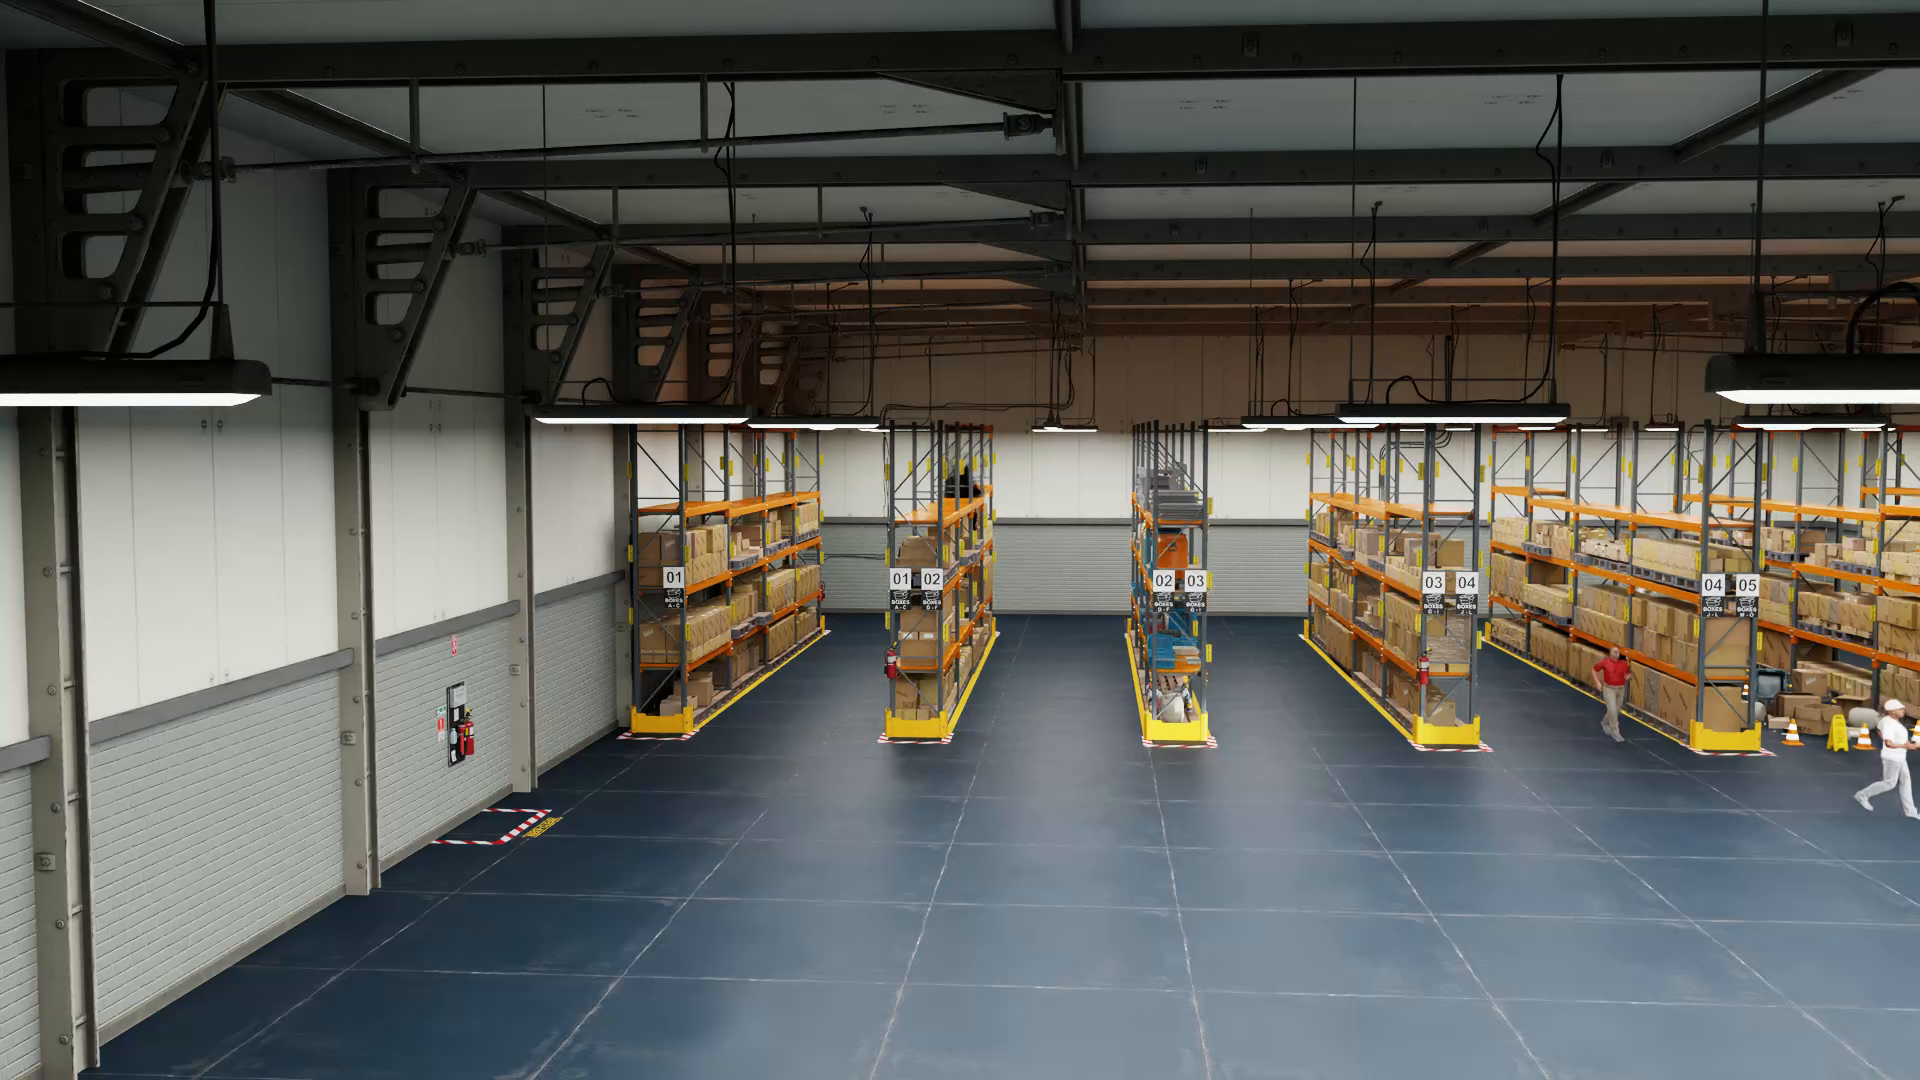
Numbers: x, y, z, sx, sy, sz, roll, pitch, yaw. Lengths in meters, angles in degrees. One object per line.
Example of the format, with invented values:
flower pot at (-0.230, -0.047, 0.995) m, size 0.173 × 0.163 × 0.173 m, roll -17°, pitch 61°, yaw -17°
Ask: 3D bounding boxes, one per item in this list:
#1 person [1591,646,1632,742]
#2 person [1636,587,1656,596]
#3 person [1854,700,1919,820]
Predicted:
person at (12.283, 2.857, 31.251) m, size 0.664 × 1.719 × 0.969 m, roll -1°, pitch 4°, yaw -10°
person at (19.449, 1.851, 47.286) m, size 0.774 × 1.829 × 0.657 m, roll 0°, pitch 4°, yaw 4°
person at (13.882, 3.255, 24.746) m, size 0.972 × 1.764 × 0.701 m, roll 3°, pitch 5°, yaw 38°
